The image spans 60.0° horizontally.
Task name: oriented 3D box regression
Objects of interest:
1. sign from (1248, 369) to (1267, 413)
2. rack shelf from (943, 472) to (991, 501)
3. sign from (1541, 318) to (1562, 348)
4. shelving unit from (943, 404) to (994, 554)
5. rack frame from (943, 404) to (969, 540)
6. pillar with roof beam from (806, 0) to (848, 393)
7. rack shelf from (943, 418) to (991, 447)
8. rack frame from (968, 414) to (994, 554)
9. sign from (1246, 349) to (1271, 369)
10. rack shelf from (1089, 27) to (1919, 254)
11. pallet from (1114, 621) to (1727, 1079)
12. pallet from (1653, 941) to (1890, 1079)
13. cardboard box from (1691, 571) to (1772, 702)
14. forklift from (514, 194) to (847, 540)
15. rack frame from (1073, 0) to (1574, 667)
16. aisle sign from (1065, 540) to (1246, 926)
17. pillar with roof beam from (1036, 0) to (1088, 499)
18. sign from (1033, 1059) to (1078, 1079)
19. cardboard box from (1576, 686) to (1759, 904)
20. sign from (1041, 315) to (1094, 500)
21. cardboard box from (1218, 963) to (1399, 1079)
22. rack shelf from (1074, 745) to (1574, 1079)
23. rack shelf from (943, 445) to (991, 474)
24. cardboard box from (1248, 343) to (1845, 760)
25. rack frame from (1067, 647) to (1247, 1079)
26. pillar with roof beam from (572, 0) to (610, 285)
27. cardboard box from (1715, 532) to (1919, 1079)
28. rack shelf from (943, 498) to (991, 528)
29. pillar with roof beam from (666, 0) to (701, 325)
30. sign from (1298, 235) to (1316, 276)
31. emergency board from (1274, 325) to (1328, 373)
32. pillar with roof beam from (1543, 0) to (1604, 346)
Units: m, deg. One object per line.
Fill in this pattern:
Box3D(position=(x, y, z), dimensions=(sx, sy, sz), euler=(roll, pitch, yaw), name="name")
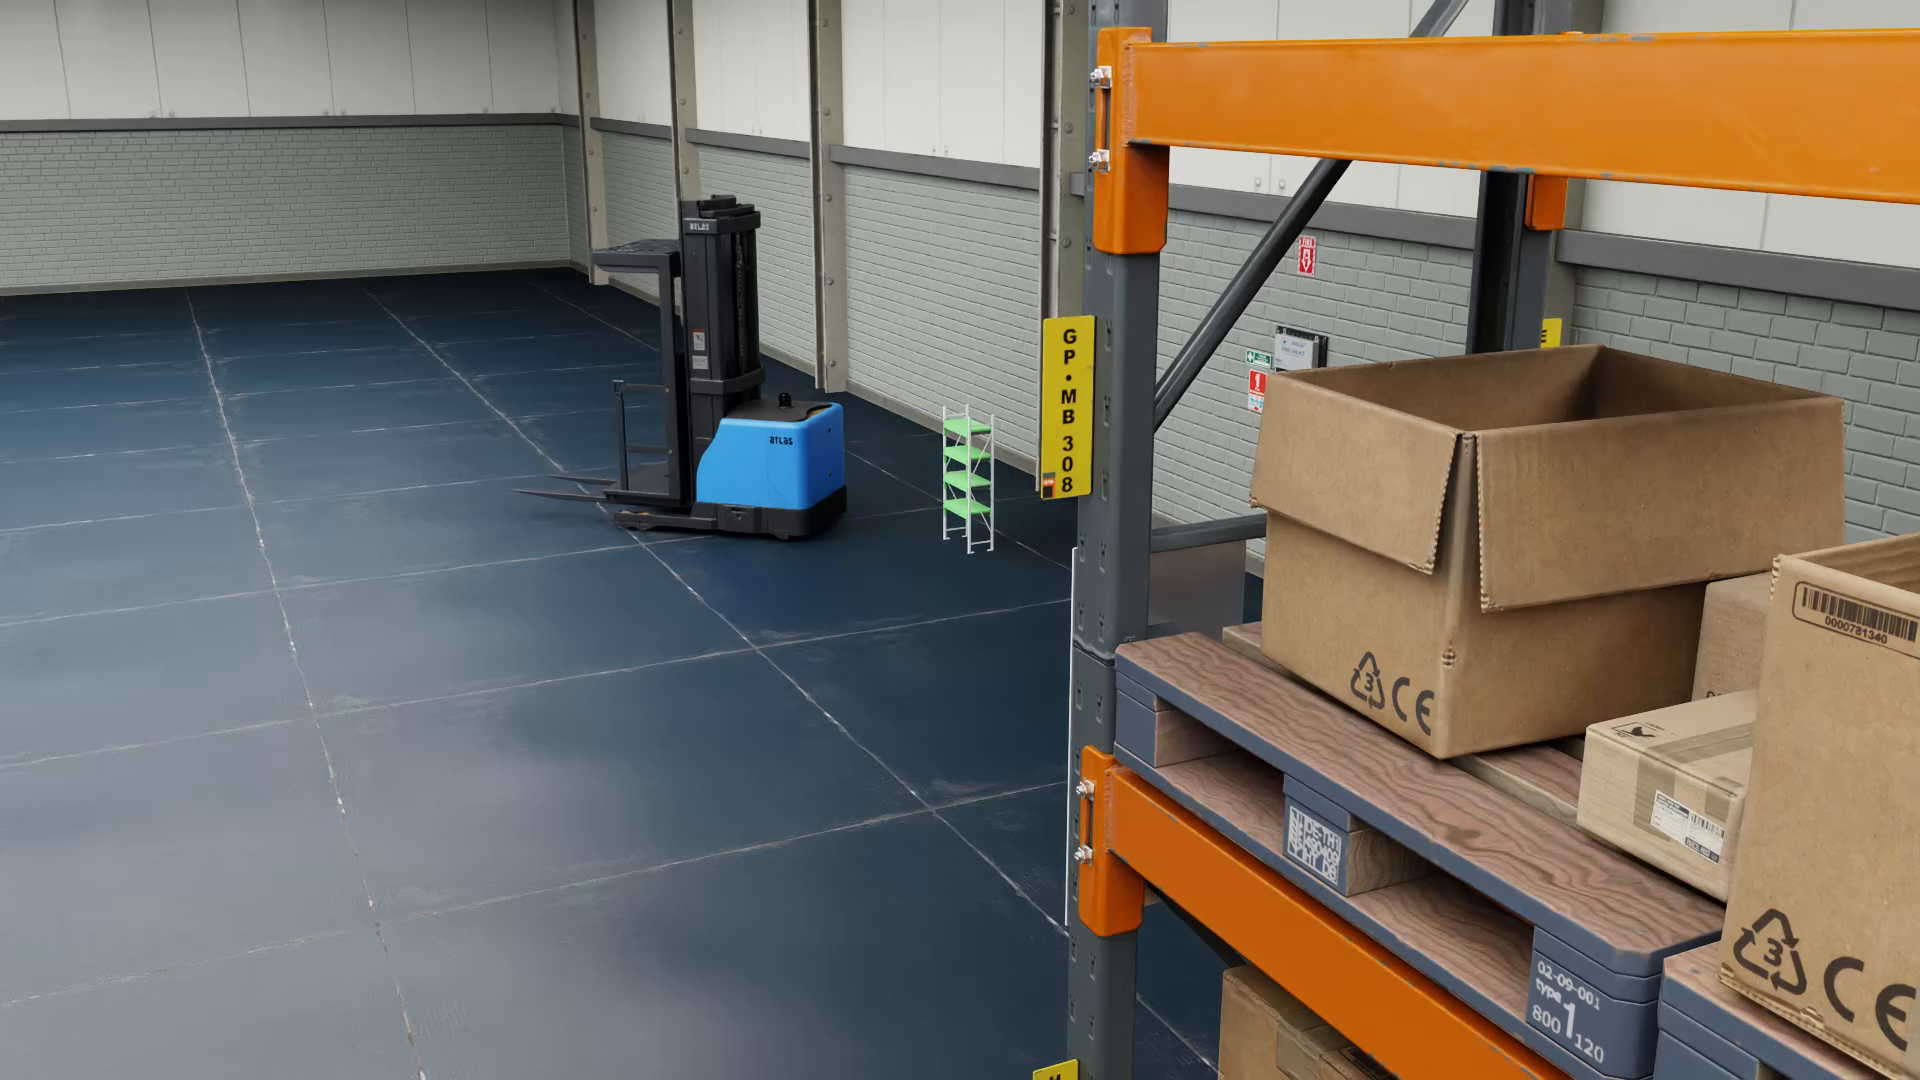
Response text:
Box3D(position=(2.402, -1.203, 13.440), dimensions=(0.001, 0.329, 0.234), euler=(-8, 18, -25), name="sign")
Box3D(position=(0.073, -0.474, 14.460), dimensions=(0.258, 0.148, 0.480), euler=(-8, 18, -25), name="rack shelf")
Box3D(position=(1.187, -0.292, 3.431), dimensions=(0.100, 0.325, 0.005), euler=(-8, 18, -25), name="sign")
Box3D(position=(0.073, -0.536, 14.442), dimensions=(0.258, 1.200, 0.503), euler=(-8, 18, -25), name="shelving unit")
Box3D(position=(-0.034, -0.596, 14.653), dimensions=(0.240, 1.200, 0.015), euler=(-8, 18, -25), name="rack frame")
Box3D(position=(-5.527, -5.758, 18.501), dimensions=(9.100, 9.000, 0.400), euler=(-8, 18, -25), name="pillar with roof beam")
Box3D(position=(0.073, -0.936, 14.327), dimensions=(0.258, 0.148, 0.480), euler=(-8, 18, -25), name="rack shelf")
Box3D(position=(0.179, -0.475, 14.231), dimensions=(0.240, 1.200, 0.015), euler=(-8, 18, -25), name="rack frame")
Box3D(position=(2.397, -1.456, 13.359), dimensions=(0.001, 0.109, 0.331), euler=(-8, 18, -25), name="sign")
Box3D(position=(1.569, -0.250, 1.338), dimensions=(1.077, 0.370, 4.000), euler=(-8, 18, -25), name="rack shelf")
Box3D(position=(0.980, 0.378, 2.716), dimensions=(1.003, 0.211, 1.213), euler=(-8, 18, -25), name="pallet")
Box3D(position=(1.518, 0.681, 1.660), dimensions=(1.003, 0.211, 1.213), euler=(-8, 18, -25), name="pallet")
Box3D(position=(1.435, 0.214, 2.385), dimensions=(0.500, 0.250, 0.500), euler=(-8, 18, -25), name="cardboard box")
Box3D(position=(-2.631, -1.624, 15.097), dimensions=(3.031, 2.935, 1.130), euler=(5, 17, 16), name="forklift")
Box3D(position=(0.693, -1.284, 2.912), dimensions=(1.000, 3.000, 0.127), euler=(-8, 18, -25), name="rack frame")
Box3D(position=(0.389, 0.370, 3.309), dimensions=(0.394, 0.787, 0.004), euler=(-8, 18, -25), name="aisle sign")
Box3D(position=(-2.898, -4.270, 13.316), dimensions=(9.100, 9.000, 0.400), euler=(-8, 18, -25), name="pillar with roof beam")
Box3D(position=(0.192, 1.211, 3.381), dimensions=(0.100, 0.325, 0.005), euler=(-8, 18, -25), name="sign")
Box3D(position=(1.050, 0.322, 2.192), dimensions=(0.380, 0.149, 0.250), euler=(-8, 18, -25), name="cardboard box")
Box3D(position=(0.192, -0.235, 2.966), dimensions=(0.100, 0.325, 0.005), euler=(-8, 18, -25), name="sign")
Box3D(position=(0.909, 1.058, 3.092), dimensions=(0.700, 0.500, 0.500), euler=(-8, 18, -25), name="cardboard box")
Box3D(position=(1.569, 0.999, 1.697), dimensions=(1.077, 0.370, 4.000), euler=(-8, 18, -25), name="rack shelf")
Box3D(position=(0.073, -0.705, 14.394), dimensions=(0.258, 0.148, 0.480), euler=(-8, 18, -25), name="rack shelf")
Box3D(position=(0.941, -0.018, 2.736), dimensions=(0.797, 0.503, 0.637), euler=(-6, 17, -21), name="cardboard box")
Box3D(position=(0.693, 1.599, 3.739), dimensions=(1.000, 3.000, 0.127), euler=(-8, 18, -25), name="rack frame")
Box3D(position=(-10.784, -8.733, 28.869), dimensions=(9.100, 9.000, 0.400), euler=(-8, 18, -25), name="pillar with roof beam")
Box3D(position=(1.175, 0.285, 1.685), dimensions=(0.500, 0.500, 0.500), euler=(-8, 18, -25), name="cardboard box")
Box3D(position=(0.073, -0.244, 14.526), dimensions=(0.258, 0.148, 0.480), euler=(-8, 18, -25), name="rack shelf")
Box3D(position=(-8.155, -7.246, 23.685), dimensions=(9.100, 9.000, 0.400), euler=(-8, 18, -25), name="pillar with roof beam")
Box3D(position=(2.638, -2.165, 12.653), dimensions=(0.001, 0.298, 0.199), euler=(-8, 18, -25), name="sign")
Box3D(position=(2.552, -1.036, 12.924), dimensions=(0.194, 1.169, 0.643), euler=(-8, 18, -25), name="emergency board")
Box3D(position=(-0.270, -2.782, 8.132), dimensions=(9.100, 9.000, 0.400), euler=(-8, 18, -25), name="pillar with roof beam")
